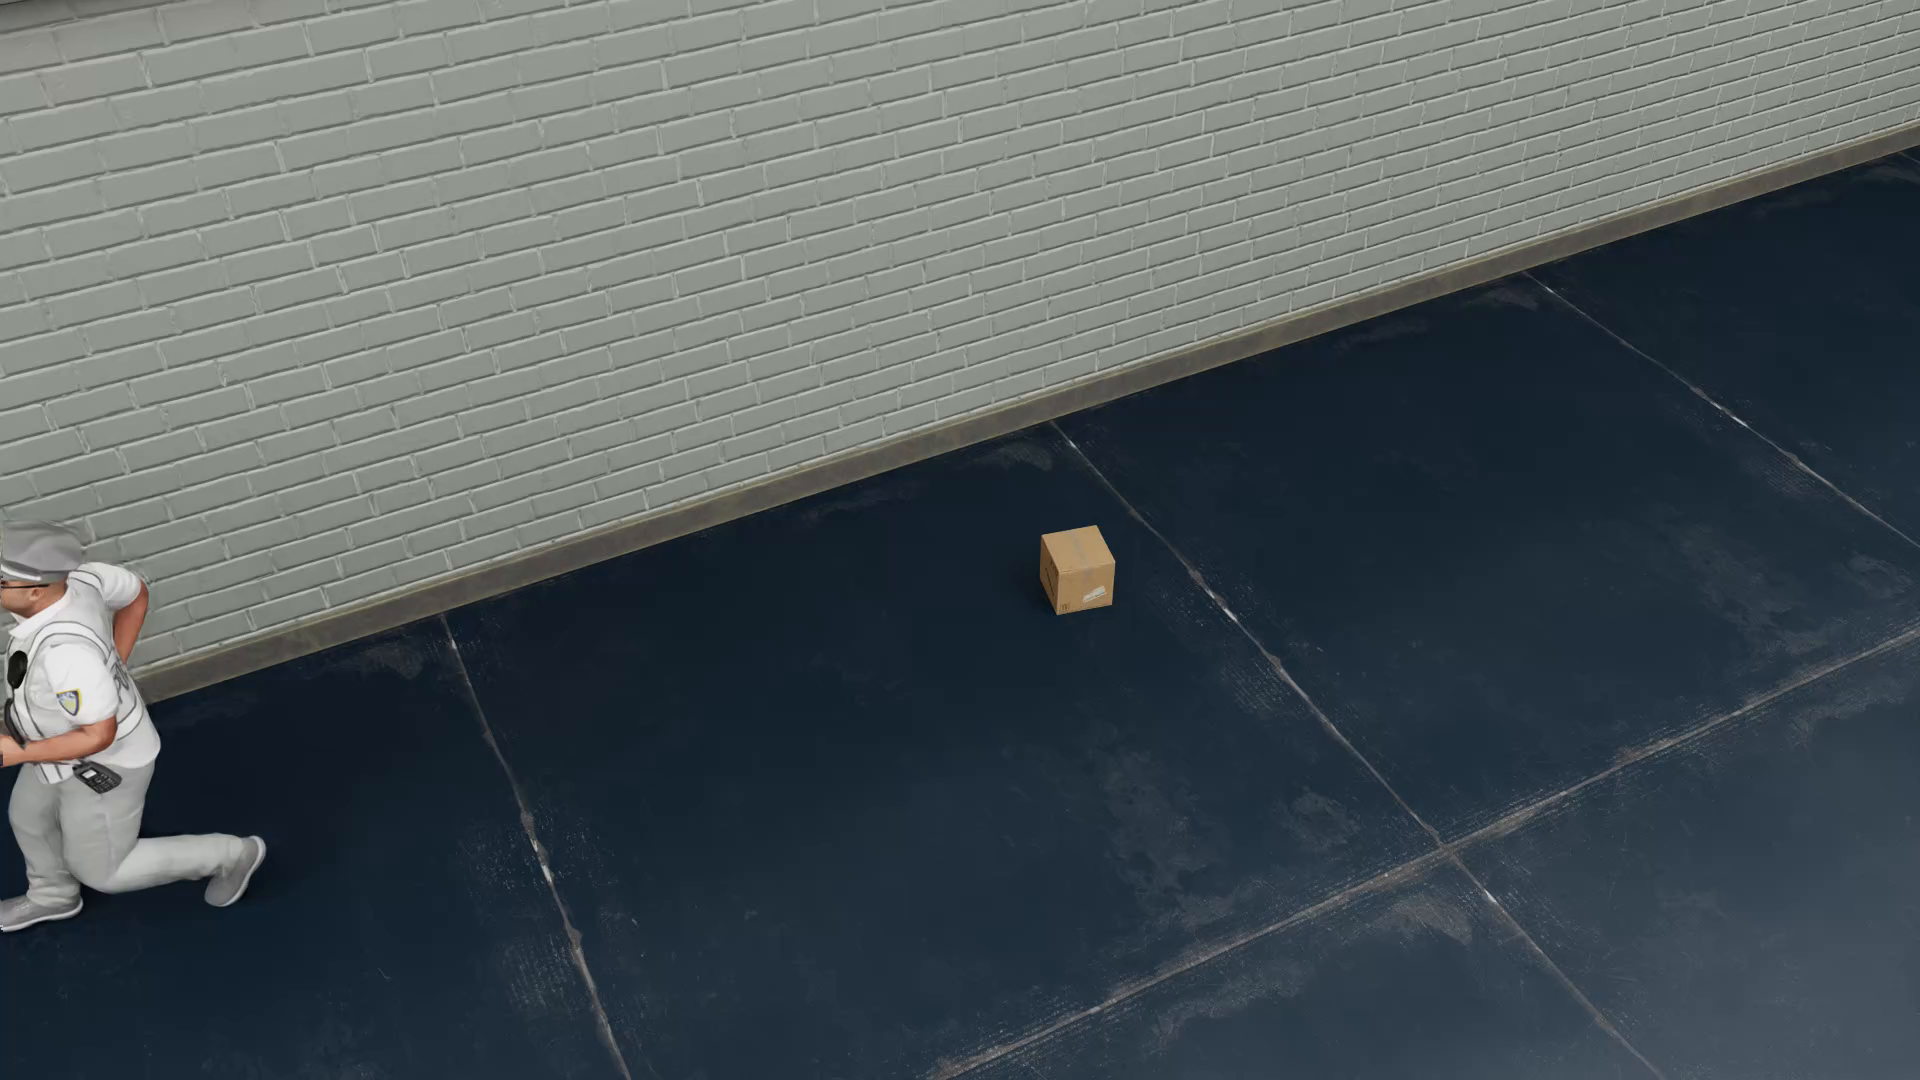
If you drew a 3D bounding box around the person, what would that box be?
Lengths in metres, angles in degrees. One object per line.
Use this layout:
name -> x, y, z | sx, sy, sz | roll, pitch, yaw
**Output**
person -> -2.927, 0.699, 5.366 | 0.939, 1.704, 0.658 | -24, 46, -25
